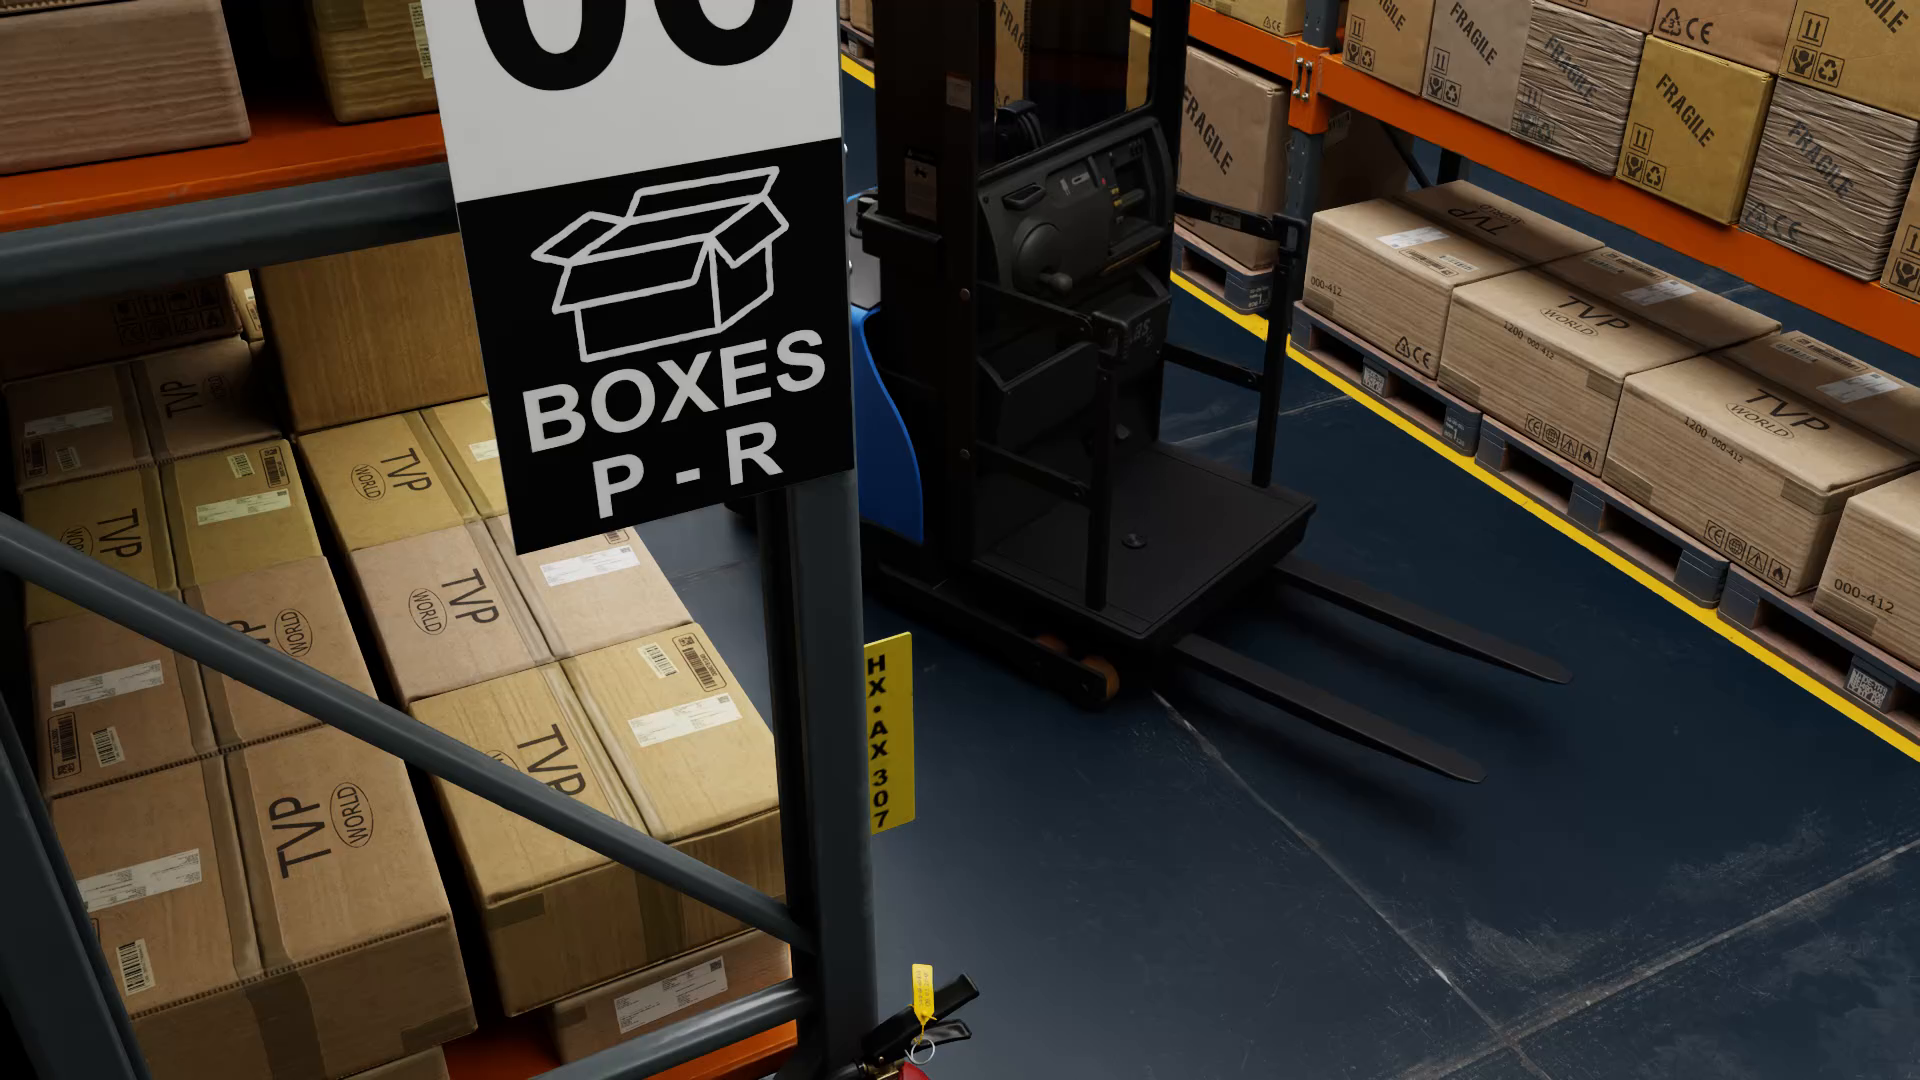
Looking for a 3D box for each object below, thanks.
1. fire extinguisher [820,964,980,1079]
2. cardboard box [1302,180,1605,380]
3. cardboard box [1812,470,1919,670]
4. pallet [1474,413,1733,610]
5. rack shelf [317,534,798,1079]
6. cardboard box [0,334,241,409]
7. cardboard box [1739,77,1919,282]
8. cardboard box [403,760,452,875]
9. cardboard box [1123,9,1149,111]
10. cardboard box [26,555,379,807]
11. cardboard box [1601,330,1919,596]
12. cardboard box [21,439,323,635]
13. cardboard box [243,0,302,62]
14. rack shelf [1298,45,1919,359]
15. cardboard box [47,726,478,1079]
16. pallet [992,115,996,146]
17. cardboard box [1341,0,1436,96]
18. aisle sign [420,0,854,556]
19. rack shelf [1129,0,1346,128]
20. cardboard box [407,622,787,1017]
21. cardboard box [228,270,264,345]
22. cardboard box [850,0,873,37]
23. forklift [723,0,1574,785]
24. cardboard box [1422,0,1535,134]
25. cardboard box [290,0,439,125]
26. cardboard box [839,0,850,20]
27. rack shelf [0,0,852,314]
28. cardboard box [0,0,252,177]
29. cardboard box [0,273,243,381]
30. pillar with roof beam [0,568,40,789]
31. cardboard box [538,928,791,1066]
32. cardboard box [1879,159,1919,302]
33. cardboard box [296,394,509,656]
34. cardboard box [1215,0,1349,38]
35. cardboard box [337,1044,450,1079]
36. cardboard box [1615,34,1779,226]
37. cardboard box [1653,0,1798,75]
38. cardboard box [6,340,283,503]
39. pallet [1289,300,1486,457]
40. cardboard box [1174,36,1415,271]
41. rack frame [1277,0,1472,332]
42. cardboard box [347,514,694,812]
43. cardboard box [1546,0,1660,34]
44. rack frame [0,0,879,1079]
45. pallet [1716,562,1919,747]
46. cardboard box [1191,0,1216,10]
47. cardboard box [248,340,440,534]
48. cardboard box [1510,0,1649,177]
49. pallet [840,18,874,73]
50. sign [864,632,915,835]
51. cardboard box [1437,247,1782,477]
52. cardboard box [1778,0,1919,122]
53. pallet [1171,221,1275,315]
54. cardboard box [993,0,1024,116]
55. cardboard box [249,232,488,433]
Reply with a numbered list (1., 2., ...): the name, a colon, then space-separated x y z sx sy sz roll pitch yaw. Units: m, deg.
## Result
1. fire extinguisher: -0.111 0.915 2.459 0.296 0.674 0.183 -16 36 -23
2. cardboard box: 2.134 -1.160 7.265 0.875 0.438 0.875 -16 36 -24
3. cardboard box: 3.405 0.133 5.248 0.875 0.438 0.875 -17 36 -25
4. pallet: 2.794 -0.248 6.442 1.003 0.211 1.213 -16 36 -23
5. rack shelf: -1.521 0.119 3.950 1.077 0.370 4.000 -16 36 -23
6. cardboard box: -1.983 -0.411 3.975 0.500 0.250 0.500 -15 36 -22
7. cardboard box: 2.873 -1.171 5.205 0.500 0.500 0.500 -15 36 -22
8. cardboard box: -0.812 0.424 3.040 0.380 0.149 0.250 -16 36 -24
9. cardboard box: 1.148 -2.375 8.757 0.875 0.875 0.875 -15 36 -22
10. cardboard box: -1.277 0.310 2.849 0.500 0.250 0.500 -16 36 -23
11. cardboard box: 2.971 -0.302 5.926 0.875 0.438 0.875 -15 36 -22
12. cardboard box: -1.504 0.072 3.220 0.500 0.250 0.500 -15 35 -22
13. cardboard box: -0.677 -0.715 2.038 0.380 0.149 0.250 -15 36 -22
14. rack shelf: 2.868 -1.131 5.901 1.077 0.370 4.000 -16 36 -23
15. cardboard box: -1.038 0.556 2.465 0.500 0.250 0.500 -15 36 -22
16. pallet: 0.372 -2.728 10.312 1.003 0.211 1.213 -16 36 -23
17. cardboard box: 1.923 -2.140 6.718 0.500 0.500 0.500 -15 35 -22
18. aisle sign: -0.297 -0.365 1.629 0.394 0.787 0.004 -16 36 -23
19. rack shelf: 1.003 -3.040 8.881 1.077 0.370 4.000 -16 36 -23
20. cardboard box: -0.562 0.425 2.670 0.500 0.250 0.500 -16 36 -23
21. cardboard box: -1.533 -0.542 4.178 0.500 0.250 0.500 -16 36 -23
22. cardboard box: -0.184 -3.640 11.197 0.950 0.372 0.625 -18 37 -26
23. forklift: 0.542 -1.014 5.116 3.031 2.935 1.130 24 40 33
24. cardboard box: 2.154 -1.899 6.341 0.500 0.500 0.500 -16 36 -23
25. cardboard box: -0.531 -0.597 1.853 0.380 0.149 0.250 -15 36 -22
26. cardboard box: -0.535 -3.990 11.743 0.950 0.372 0.625 -17 36 -24
27. rack shelf: -1.521 -1.144 3.141 1.077 0.370 4.000 -16 36 -23
28. cardboard box: -0.942 -0.481 1.672 0.380 0.149 0.250 -15 36 -22
29. cardboard box: -1.995 -0.738 3.790 0.500 0.500 0.500 -17 36 -24
30. pillar with roof beam: 0.882 -4.188 4.445 9.100 9.000 0.400 -16 36 -23
31. cardboard box: -0.499 0.651 2.686 0.380 0.149 0.250 -16 36 -23
32. cardboard box: 3.121 -0.928 4.826 0.500 0.500 0.500 -17 36 -24
33. cardboard box: -1.036 -0.057 3.422 0.500 0.250 0.500 -17 36 -24
34. cardboard box: 1.504 -2.476 7.473 0.500 0.250 0.500 -17 36 -24
35. cardboard box: -0.980 0.786 2.475 0.380 0.149 0.250 -16 36 -24
36. cardboard box: 2.620 -1.414 5.584 0.500 0.500 0.500 -15 35 -22
37. cardboard box: 2.635 -1.832 5.309 0.500 0.500 0.500 -16 36 -23
38. cardboard box: -1.747 -0.177 3.609 0.500 0.250 0.500 -16 36 -23
39. pallet: 2.221 -0.831 7.352 1.003 0.211 1.213 -16 36 -23
40. cardboard box: 1.576 -1.946 8.087 0.875 0.875 0.875 -15 35 -22
41. rack frame: 1.936 -2.388 7.197 1.000 3.000 0.127 -16 36 -23
42. cardboard box: -0.797 0.184 3.045 0.500 0.250 0.500 -15 36 -23
43. cardboard box: 2.403 -2.073 5.686 0.500 0.500 0.500 -15 36 -22
44. rack frame: -0.586 0.770 2.267 0.949 2.616 0.053 -16 36 -23
45. pallet: 3.359 0.333 5.535 1.003 0.211 1.213 -16 36 -23
46. cardboard box: 1.267 -2.719 7.852 0.500 0.250 0.500 -16 36 -24
47. cardboard box: -1.293 -0.296 3.794 0.500 0.250 0.500 -17 36 -24
48. cardboard box: 2.380 -1.660 5.968 0.500 0.500 0.500 -16 36 -23
49. pallet: -0.292 -3.496 11.511 1.003 0.211 1.213 -16 36 -23
50. sign: -0.109 0.270 2.246 0.100 0.325 0.005 -16 36 -23
51. cardboard box: 2.552 -0.732 6.598 0.875 0.438 0.875 -17 36 -24
52. cardboard box: 2.868 -1.591 4.934 0.500 0.500 0.500 -16 36 -23
53. pallet: 1.509 -1.563 8.494 1.003 0.211 1.213 -16 36 -23
54. cardboard box: 0.732 -2.802 9.423 0.875 0.875 0.875 -15 36 -23
55. cardboard box: -1.261 -0.607 3.585 0.500 0.500 0.500 -15 36 -22
